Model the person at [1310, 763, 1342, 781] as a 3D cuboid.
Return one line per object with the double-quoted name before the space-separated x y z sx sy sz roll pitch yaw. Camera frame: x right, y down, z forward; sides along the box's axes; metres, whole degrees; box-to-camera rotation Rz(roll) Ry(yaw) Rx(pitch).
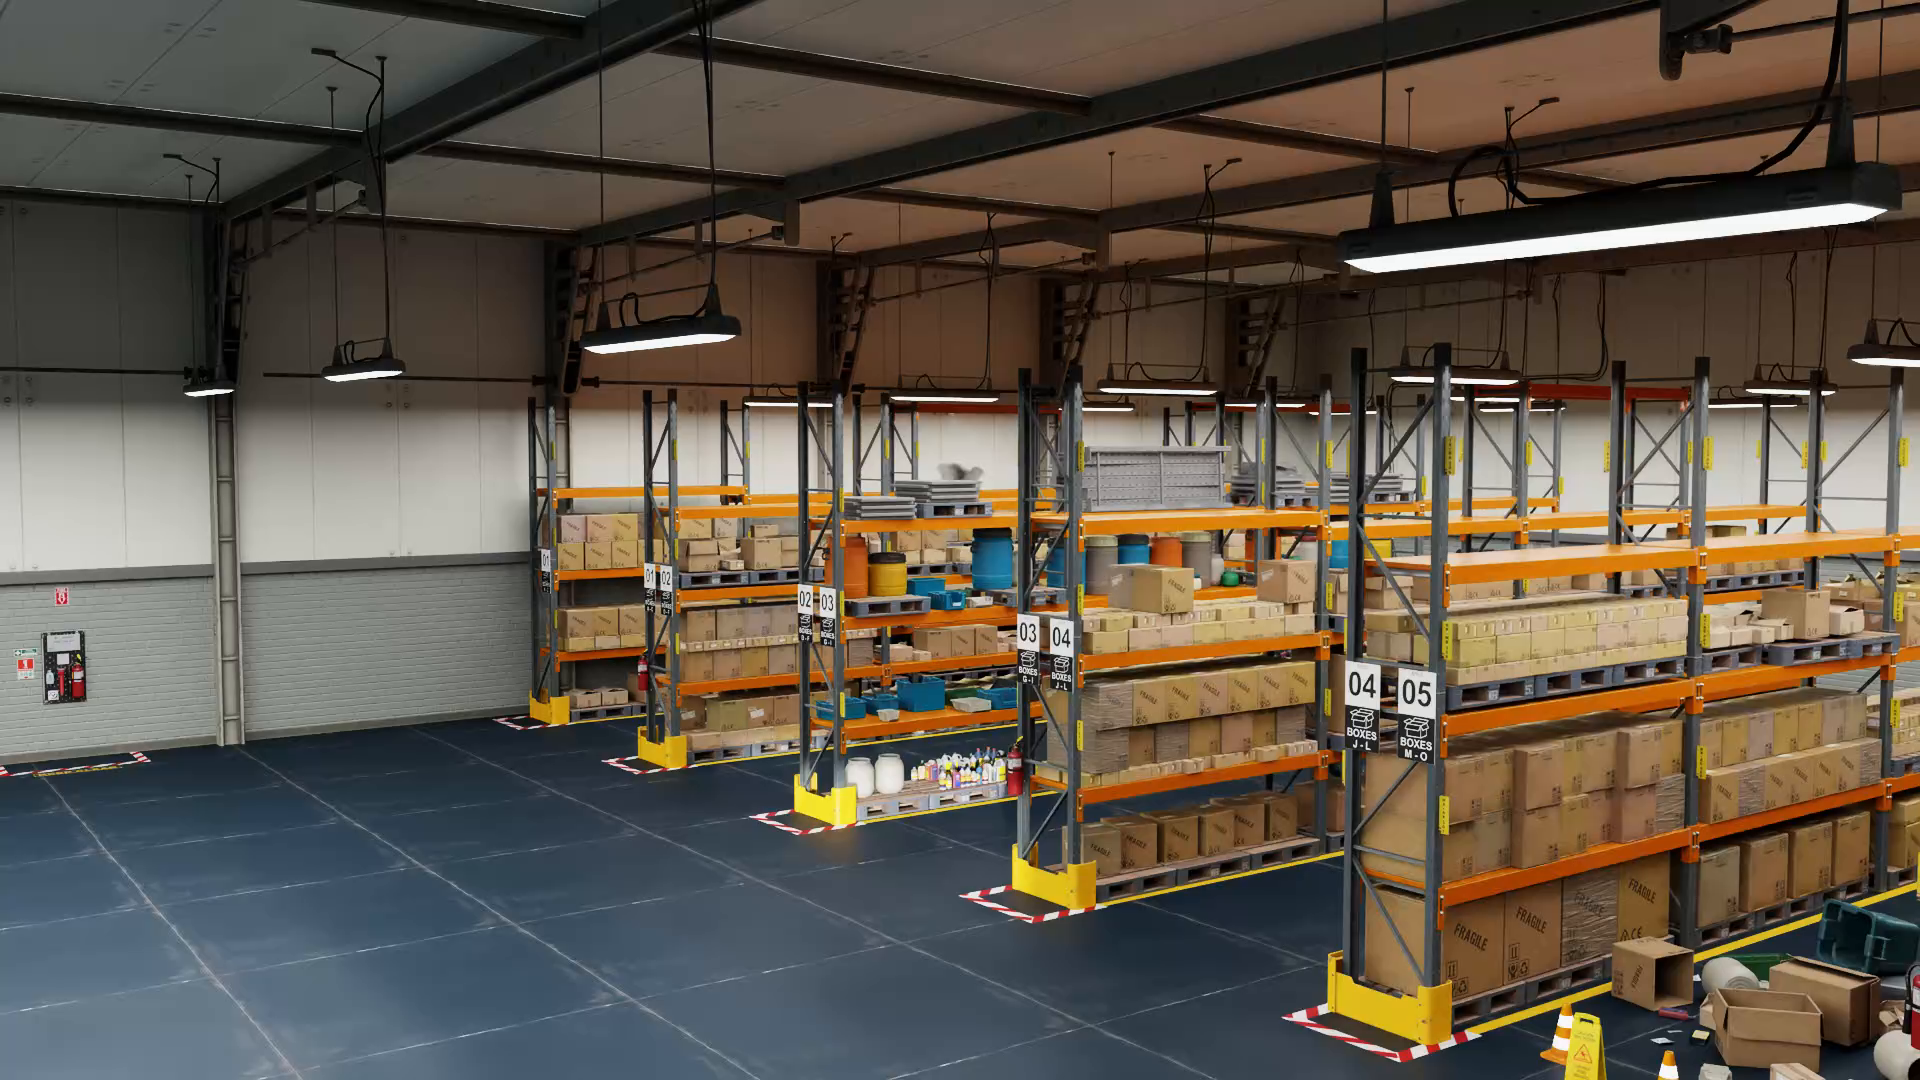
"person" 5.254 2.944 23.857 0.741 1.627 0.528 -2 4 -33
